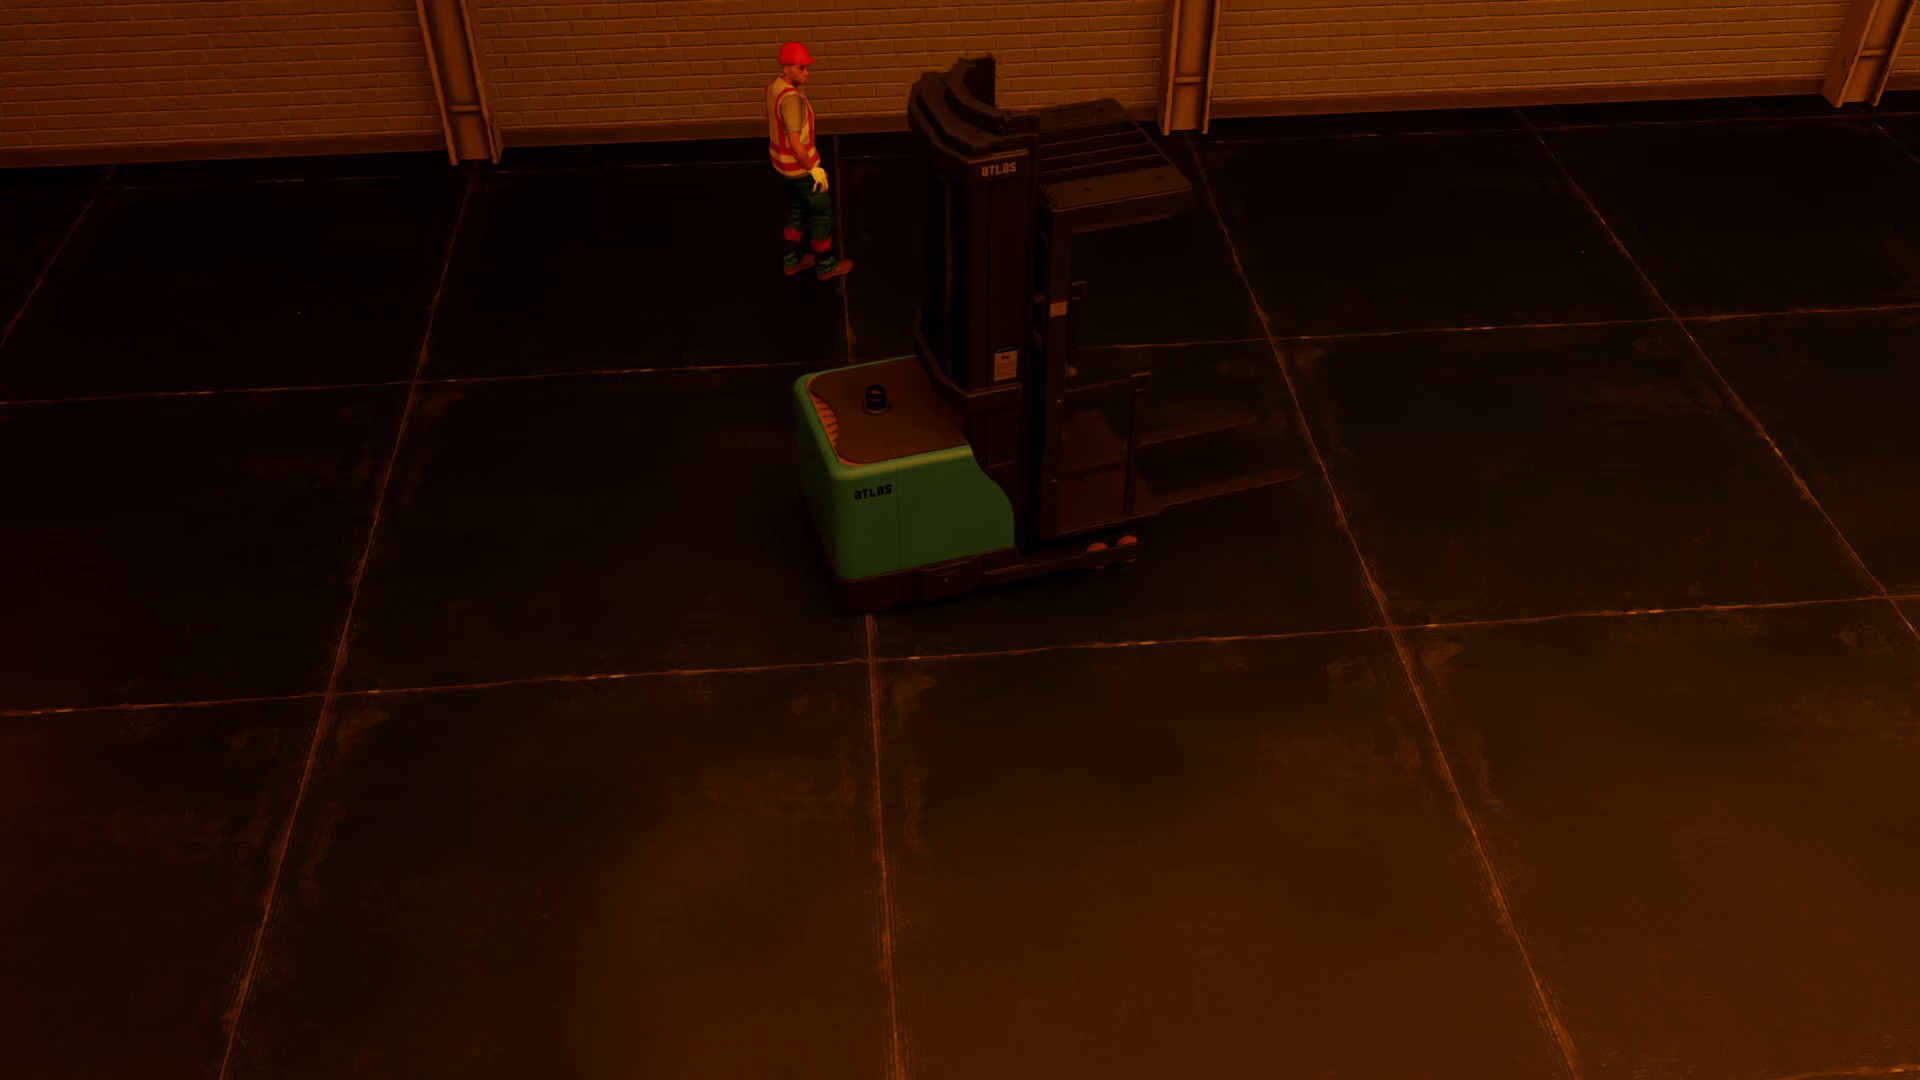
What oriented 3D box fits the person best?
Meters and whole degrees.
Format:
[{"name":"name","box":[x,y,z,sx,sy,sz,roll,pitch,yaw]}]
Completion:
[{"name":"person","box":[-1.101,-2.730,12.023,0.512,1.772,0.757,-20,45,-22]}]

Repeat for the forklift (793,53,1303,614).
[{"name":"forklift","box":[0.589,-1.251,9.401,3.031,2.935,1.130,-12,42,-14]}]
